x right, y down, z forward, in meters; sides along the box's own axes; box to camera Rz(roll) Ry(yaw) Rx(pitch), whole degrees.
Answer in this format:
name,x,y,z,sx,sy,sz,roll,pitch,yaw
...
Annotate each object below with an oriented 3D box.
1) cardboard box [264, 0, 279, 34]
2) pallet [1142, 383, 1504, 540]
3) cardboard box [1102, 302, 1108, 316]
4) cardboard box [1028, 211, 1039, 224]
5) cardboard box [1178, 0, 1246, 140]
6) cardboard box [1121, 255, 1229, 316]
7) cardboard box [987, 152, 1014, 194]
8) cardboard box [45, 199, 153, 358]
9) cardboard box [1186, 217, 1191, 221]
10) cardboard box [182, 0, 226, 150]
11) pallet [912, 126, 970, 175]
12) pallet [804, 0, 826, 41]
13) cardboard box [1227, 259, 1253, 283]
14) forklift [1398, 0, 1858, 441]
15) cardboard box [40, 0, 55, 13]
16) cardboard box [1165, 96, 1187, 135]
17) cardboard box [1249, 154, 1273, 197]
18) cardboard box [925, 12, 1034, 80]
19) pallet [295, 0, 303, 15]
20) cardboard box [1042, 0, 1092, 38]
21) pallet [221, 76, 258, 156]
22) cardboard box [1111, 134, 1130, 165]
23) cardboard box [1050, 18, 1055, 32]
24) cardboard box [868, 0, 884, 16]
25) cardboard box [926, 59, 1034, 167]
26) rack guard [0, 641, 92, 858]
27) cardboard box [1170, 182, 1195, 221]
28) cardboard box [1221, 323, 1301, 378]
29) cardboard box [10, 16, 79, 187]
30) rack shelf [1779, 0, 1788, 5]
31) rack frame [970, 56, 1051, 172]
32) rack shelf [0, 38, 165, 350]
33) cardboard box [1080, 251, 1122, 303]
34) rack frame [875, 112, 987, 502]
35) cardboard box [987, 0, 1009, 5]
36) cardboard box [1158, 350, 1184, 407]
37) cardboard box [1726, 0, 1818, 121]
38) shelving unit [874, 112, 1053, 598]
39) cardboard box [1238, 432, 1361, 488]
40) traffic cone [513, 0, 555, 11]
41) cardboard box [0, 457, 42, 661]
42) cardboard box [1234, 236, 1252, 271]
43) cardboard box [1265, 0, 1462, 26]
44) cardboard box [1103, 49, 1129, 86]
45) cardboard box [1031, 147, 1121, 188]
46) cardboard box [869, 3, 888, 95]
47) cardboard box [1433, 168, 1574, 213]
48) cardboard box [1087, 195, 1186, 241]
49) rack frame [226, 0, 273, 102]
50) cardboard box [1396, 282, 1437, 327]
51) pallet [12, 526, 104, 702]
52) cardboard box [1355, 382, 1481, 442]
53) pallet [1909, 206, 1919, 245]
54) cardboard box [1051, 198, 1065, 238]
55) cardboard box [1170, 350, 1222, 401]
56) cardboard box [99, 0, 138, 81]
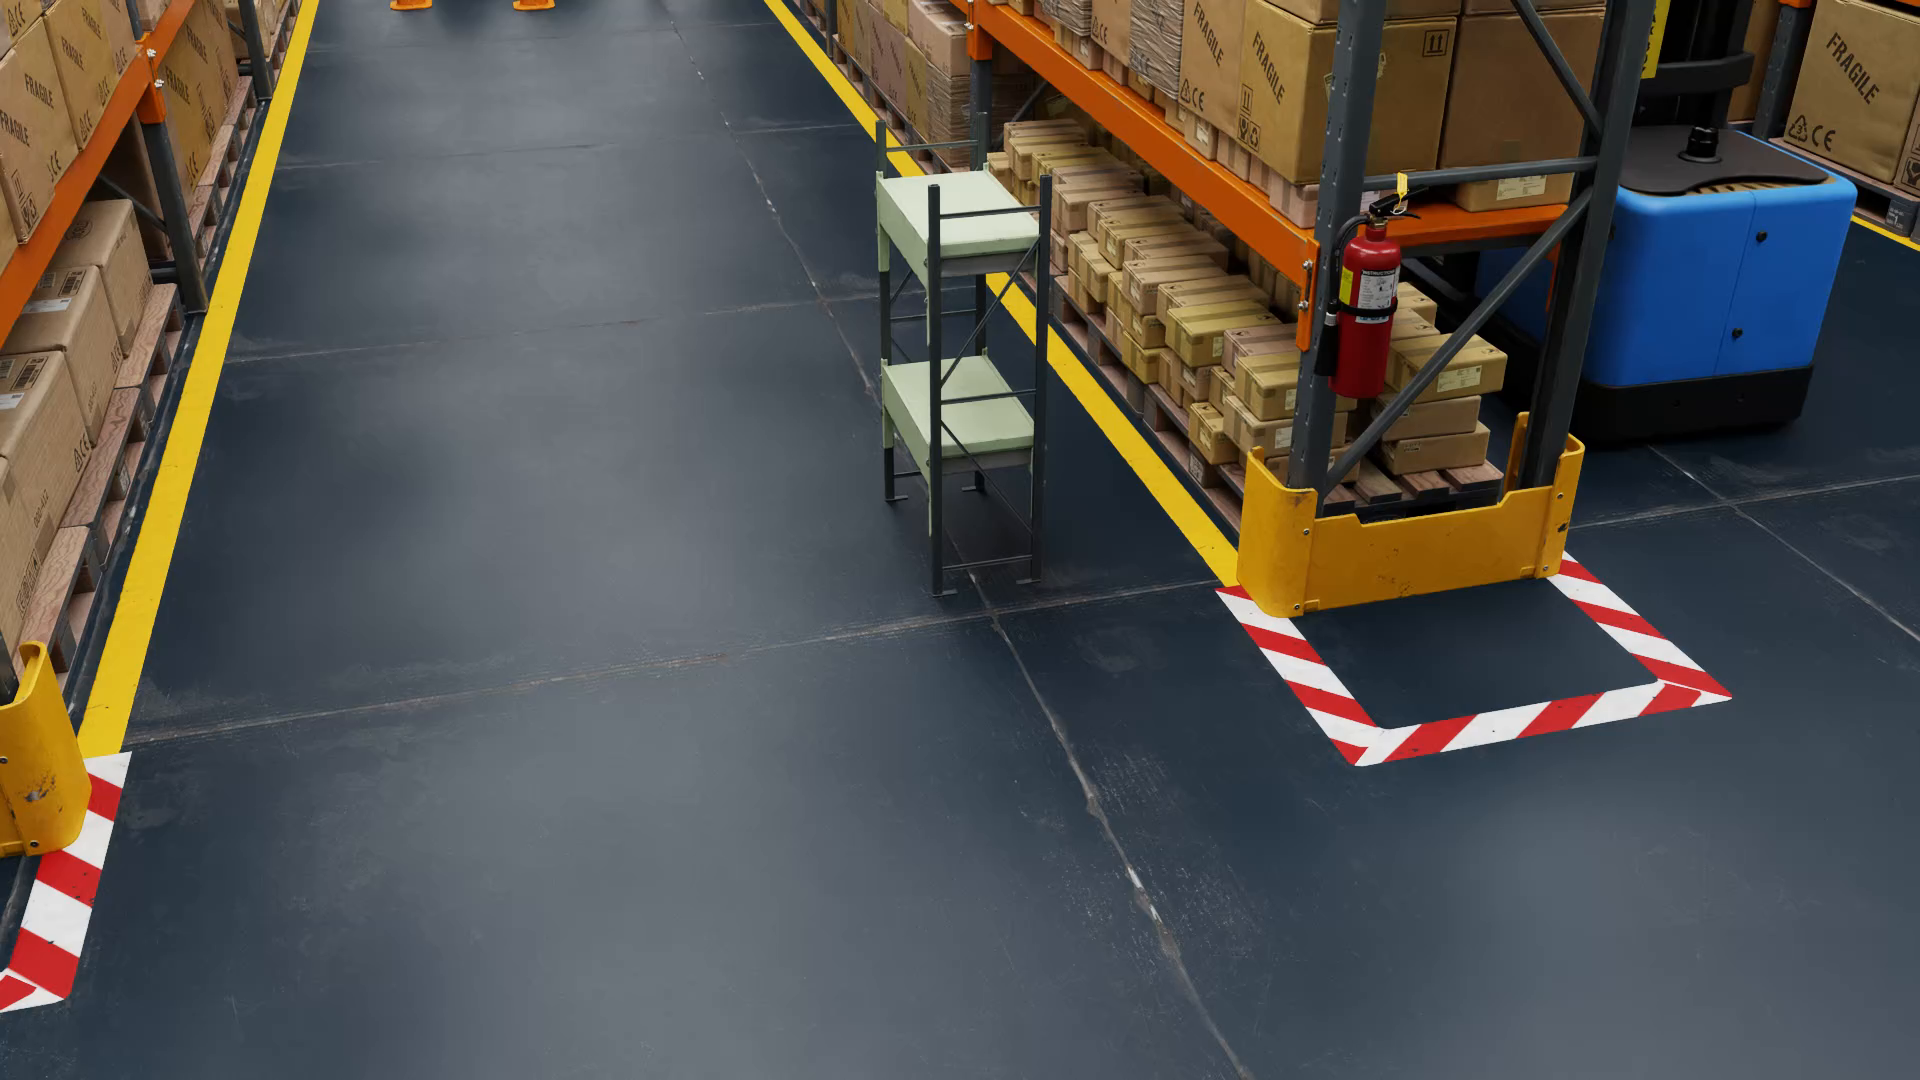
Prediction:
name,x,y,z,sx,sy,sz,roll,pitch,yaw
cardboard box,-5.600,-3.974,12.325,0.950,0.372,0.625,-8,31,-14
pallet,1.411,-0.370,6.678,1.003,0.211,1.213,-8,31,-13
cardboard box,0.865,-1.066,7.524,0.380,0.149,0.250,-7,31,-12
cardboard box,0.525,-1.562,8.382,0.380,0.149,0.250,-8,31,-14
cardboard box,1.114,-1.747,5.877,0.500,0.500,0.500,-8,31,-14
cardboard box,0.893,-1.063,6.925,0.380,0.149,0.250,-7,31,-11
cardboard box,0.339,-1.934,8.726,0.380,0.149,0.250,-6,31,-11
cardboard box,-4.131,-1.123,7.334,0.875,0.438,0.875,-8,31,-14
cardboard box,1.172,-1.531,8.030,0.380,0.149,0.250,-7,31,-12
cardboard box,-4.920,-2.786,9.770,0.875,0.875,0.875,-7,31,-13
pallet,0.343,-2.244,9.916,1.003,0.211,1.213,-8,31,-13
pallet,-0.647,-4.191,13.279,1.003,0.211,1.213,-8,31,-13
cardboard box,1.315,-1.132,7.341,0.380,0.149,0.250,-6,31,-11
forklift,2.725,-2.399,7.469,1.130,2.935,3.031,-7,31,-12
cardboard box,-3.532,-2.162,5.893,0.500,0.500,0.500,-7,31,-13
cardboard box,1.011,-1.649,6.356,0.380,0.149,0.250,-9,31,-15
cardboard box,1.224,-1.279,5.716,0.380,0.149,0.250,-8,31,-13
cardboard box,0.110,-2.825,9.464,0.500,0.250,0.500,-9,31,-15
pallet,-6.110,-4.649,14.071,1.003,0.211,1.213,-8,31,-13
cardboard box,0.677,-2.488,7.157,0.500,0.500,0.500,-9,31,-14
pallet,-5.120,-2.702,10.707,1.003,0.211,1.213,-8,31,-13
cardboard box,1.003,-2.025,8.587,0.380,0.149,0.250,-7,31,-13
cardboard box,0.639,-2.417,7.682,0.380,0.149,0.250,-9,31,-15
cardboard box,-0.307,-3.580,10.769,0.500,0.250,0.500,-8,31,-13
cardboard box,0.112,-2.499,9.648,0.500,0.500,0.500,-8,31,-14
rack guard,-3.126,0.658,4.615,1.175,0.500,0.348,-8,31,-13
cardboard box,1.230,-1.651,7.941,0.380,0.149,0.250,-9,31,-16
cardboard box,1.217,-0.699,6.296,0.380,0.149,0.250,-7,31,-12
cardboard box,-3.411,-1.477,5.708,0.500,0.500,0.500,-7,31,-12
rack shelf,4.829,-4.340,11.472,1.077,0.370,4.000,-8,31,-13
rack frame,0.551,-3.075,8.568,1.000,3.000,0.127,-8,31,-13
rack shelf,-3.664,-1.090,5.858,1.077,0.370,4.000,-8,31,-13
cardboard box,0.758,-1.191,7.443,0.380,0.149,0.250,-8,31,-13
rack frame,-0.099,-0.829,6.185,0.400,1.500,0.023,-8,31,-13
cardboard box,0.311,-2.786,8.319,0.380,0.149,0.250,-7,31,-11
cardboard box,1.041,-0.685,6.865,0.380,0.149,0.250,-8,31,-13
cardboard box,5.171,-3.254,10.579,1.225,0.875,0.875,-8,31,-13
shelving unit,-0.002,-0.652,5.880,0.431,1.500,0.755,-8,31,-13
cardboard box,1.272,-0.317,6.230,0.380,0.149,0.250,-7,31,-12
traffic cone,-3.598,-4.714,13.932,0.336,0.463,0.334,-8,31,-13
cardboard box,-3.404,0.186,5.073,0.875,0.438,0.875,-9,31,-15
cardboard box,1.433,-1.279,7.299,0.380,0.149,0.250,-7,31,-13
cardboard box,1.252,-1.935,5.205,0.500,0.500,0.500,-8,31,-14
cardboard box,0.823,-2.033,7.018,0.380,0.149,0.250,-7,31,-11
cardboard box,0.573,-1.830,8.249,0.380,0.149,0.250,-8,31,-14
cardboard box,-0.291,-3.241,10.932,0.500,0.500,0.500,-9,31,-15
cardboard box,1.843,-1.234,5.639,0.380,0.149,0.250,-8,31,-14
cardboard box,0.805,-1.452,7.598,0.380,0.149,0.250,-9,31,-15
rack frame,-5.256,-4.300,10.684,1.000,3.000,0.127,-8,31,-13
cardboard box,1.669,-0.902,6.647,0.380,0.149,0.250,-8,31,-13
pallet,-3.421,0.395,5.356,1.003,0.211,1.213,-8,31,-13
cardboard box,1.721,-0.507,6.261,0.380,0.149,0.250,-7,31,-11
pallet,5.814,-1.511,8.649,1.003,0.211,1.213,-8,31,-13
cardboard box,0.661,-1.580,8.115,0.380,0.149,0.250,-9,31,-16
cardboard box,1.058,-0.687,6.573,0.380,0.149,0.250,-9,31,-15
cardboard box,-3.825,-2.221,6.993,0.500,0.500,0.500,-8,31,-13
